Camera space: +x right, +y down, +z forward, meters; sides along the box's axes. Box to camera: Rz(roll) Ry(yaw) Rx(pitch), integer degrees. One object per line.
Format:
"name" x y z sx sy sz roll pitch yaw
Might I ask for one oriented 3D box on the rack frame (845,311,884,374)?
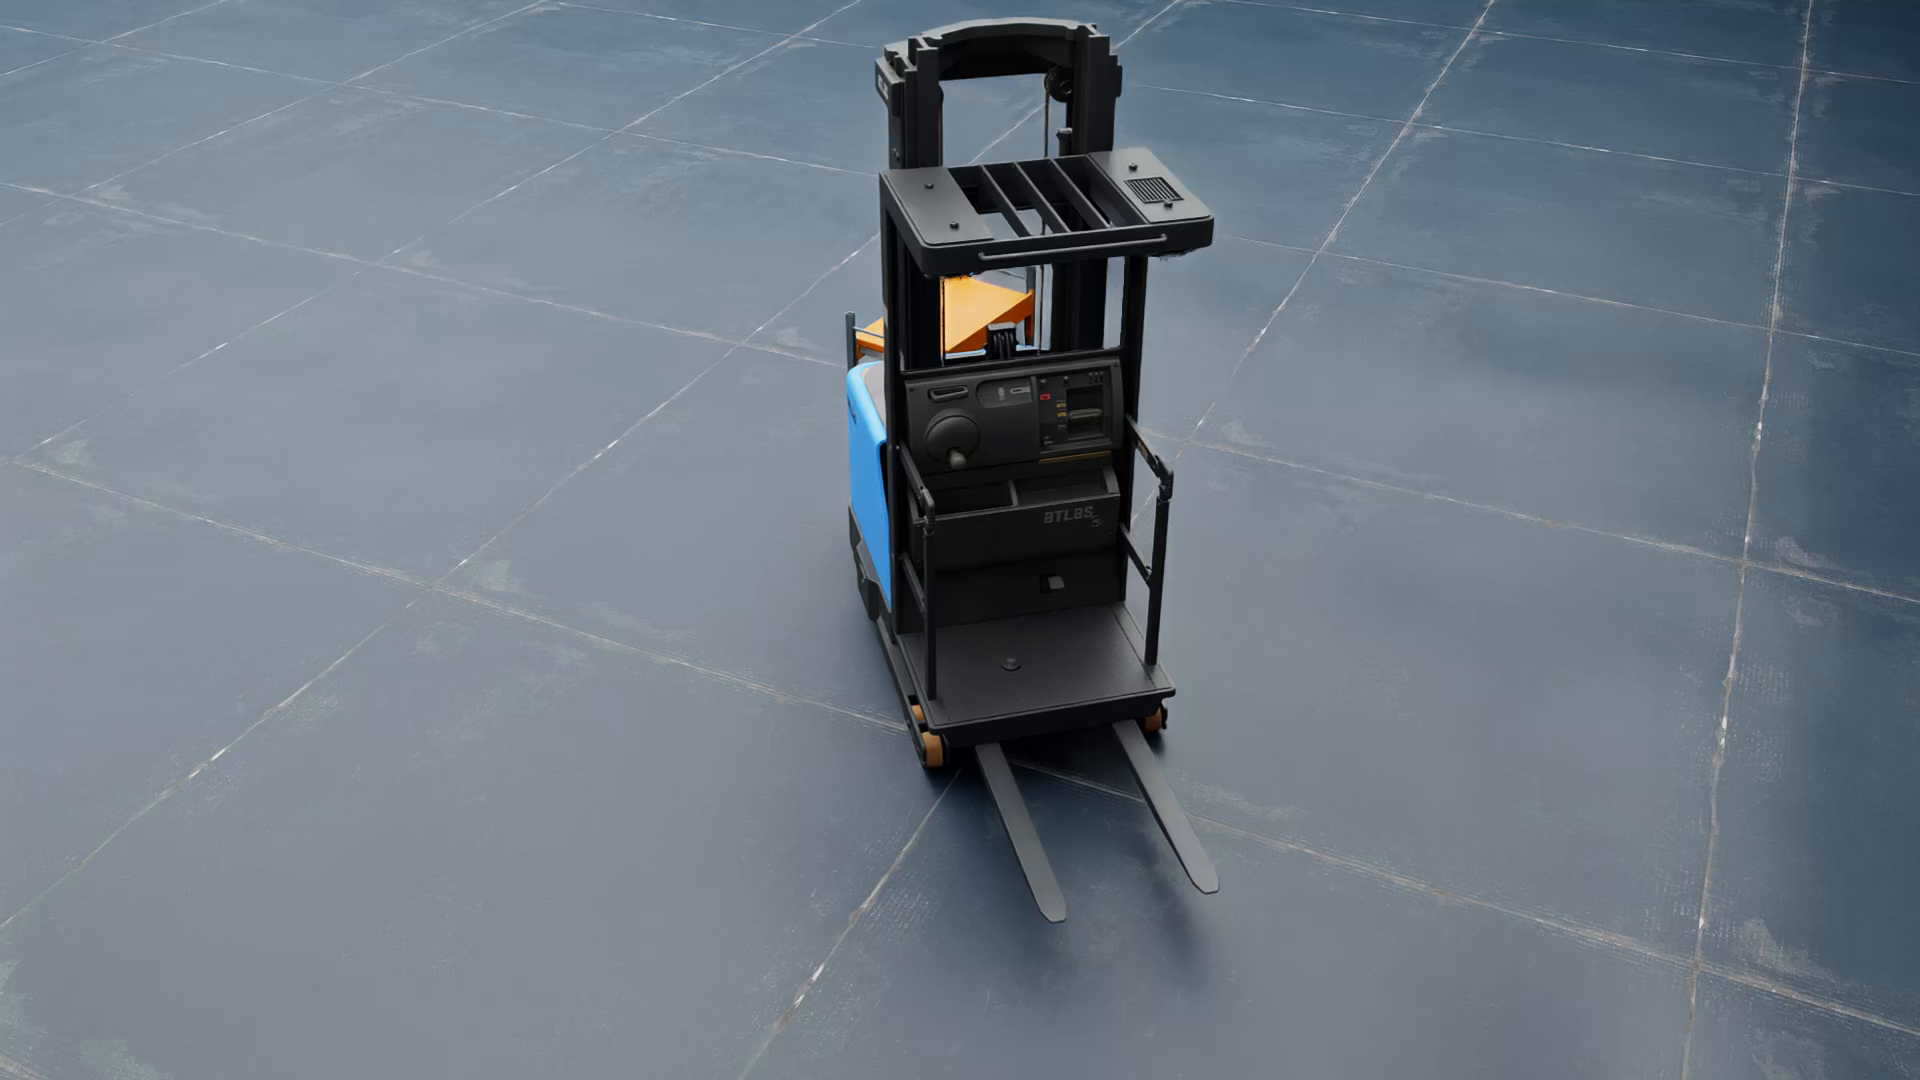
"rack frame" -0.369 -0.613 8.659 0.500 1.125 0.032 20 38 28

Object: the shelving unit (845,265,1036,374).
"shelving unit" -0.088 -0.845 9.013 0.538 1.125 1.048 20 38 28

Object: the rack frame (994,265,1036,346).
"rack frame" 0.193 -1.077 9.367 0.500 1.125 0.032 20 38 28

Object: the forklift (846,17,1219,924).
"forklift" 0.289 -0.466 6.788 1.130 2.935 3.031 -8 34 -12

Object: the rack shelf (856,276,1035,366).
"rack shelf" -0.088 -1.090 8.852 0.538 0.278 1.000 20 38 28
